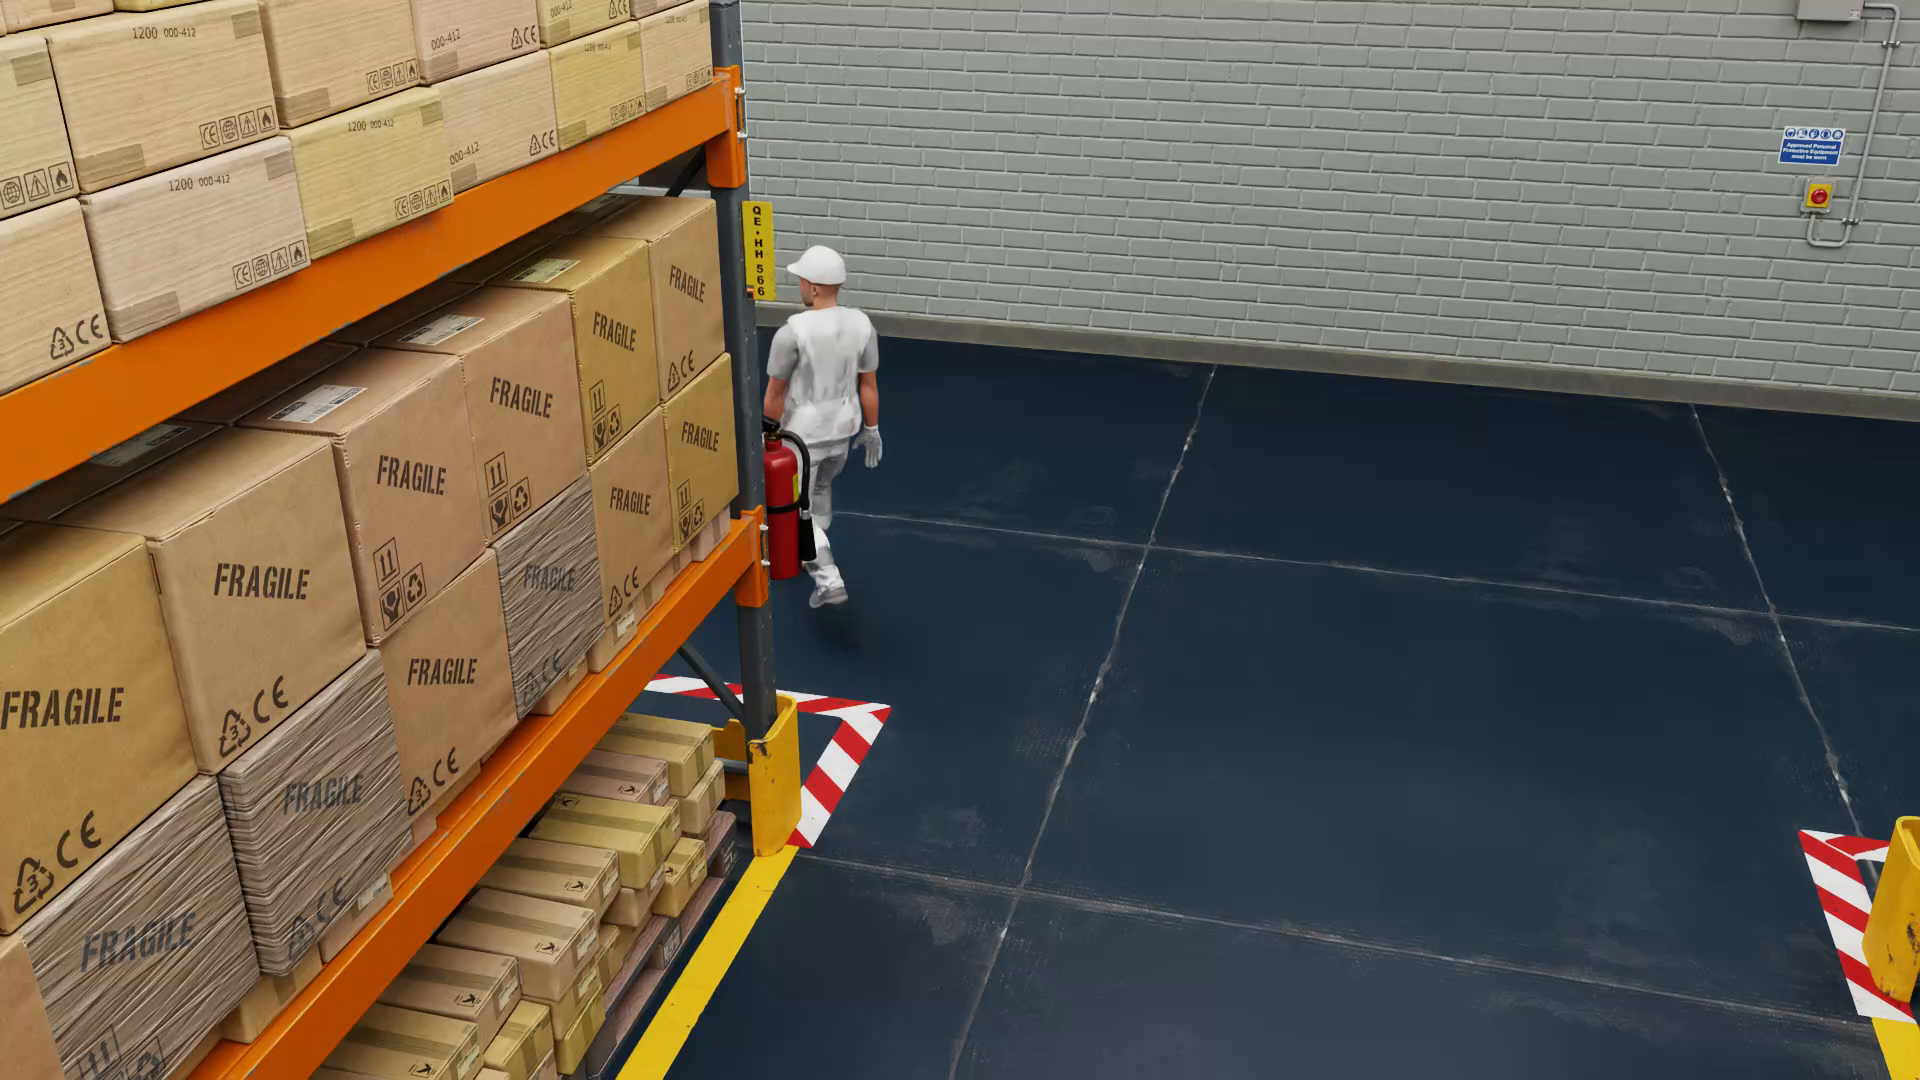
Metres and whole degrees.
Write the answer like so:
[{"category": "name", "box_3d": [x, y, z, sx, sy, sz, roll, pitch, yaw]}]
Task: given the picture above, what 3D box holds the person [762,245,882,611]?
[{"category": "person", "box_3d": [-0.691, -0.533, 7.767, 0.575, 1.737, 1.005, -16, 29, -30]}]
